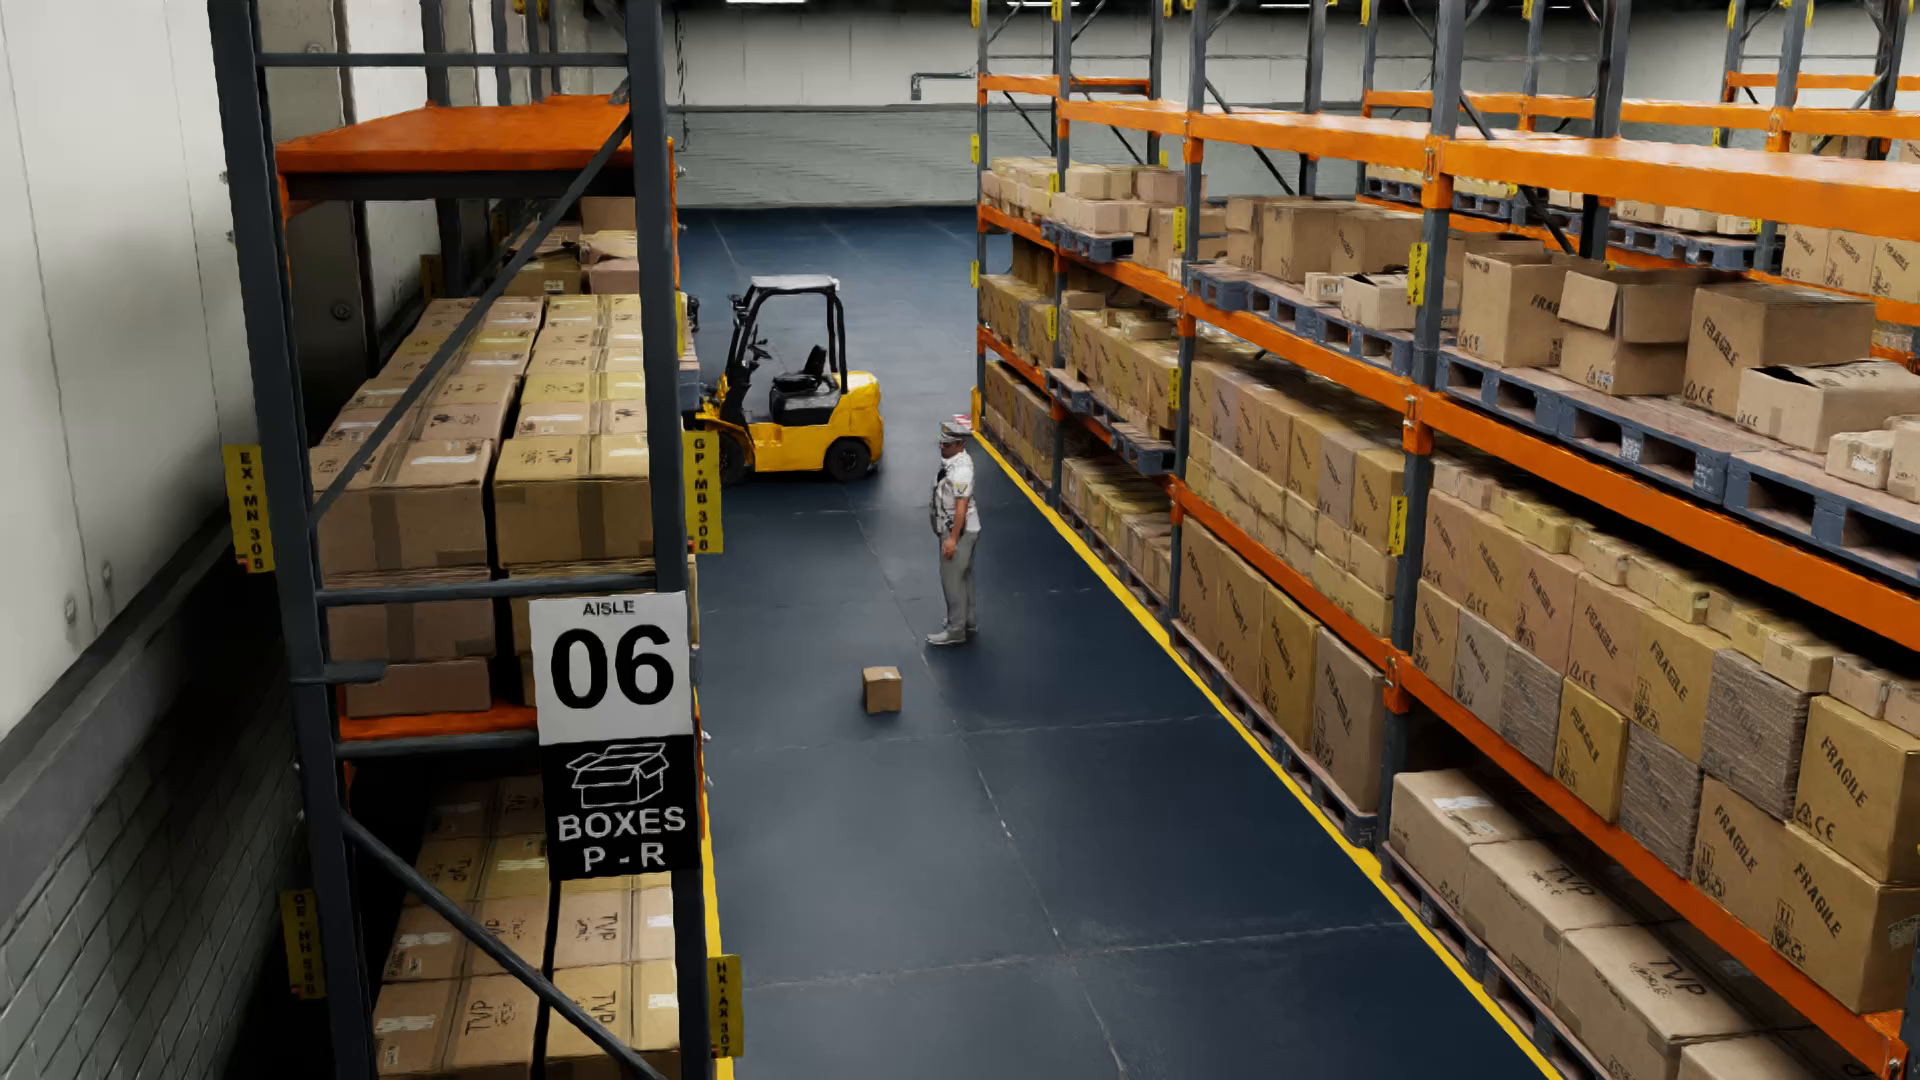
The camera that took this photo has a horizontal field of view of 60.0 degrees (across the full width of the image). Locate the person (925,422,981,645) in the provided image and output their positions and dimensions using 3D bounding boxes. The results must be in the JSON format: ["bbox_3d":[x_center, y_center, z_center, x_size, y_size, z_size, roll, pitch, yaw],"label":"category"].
[{"bbox_3d":[-0.057,-0.068,13.158,0.441,1.764,0.612,0,16,-1],"label":"person"}]
